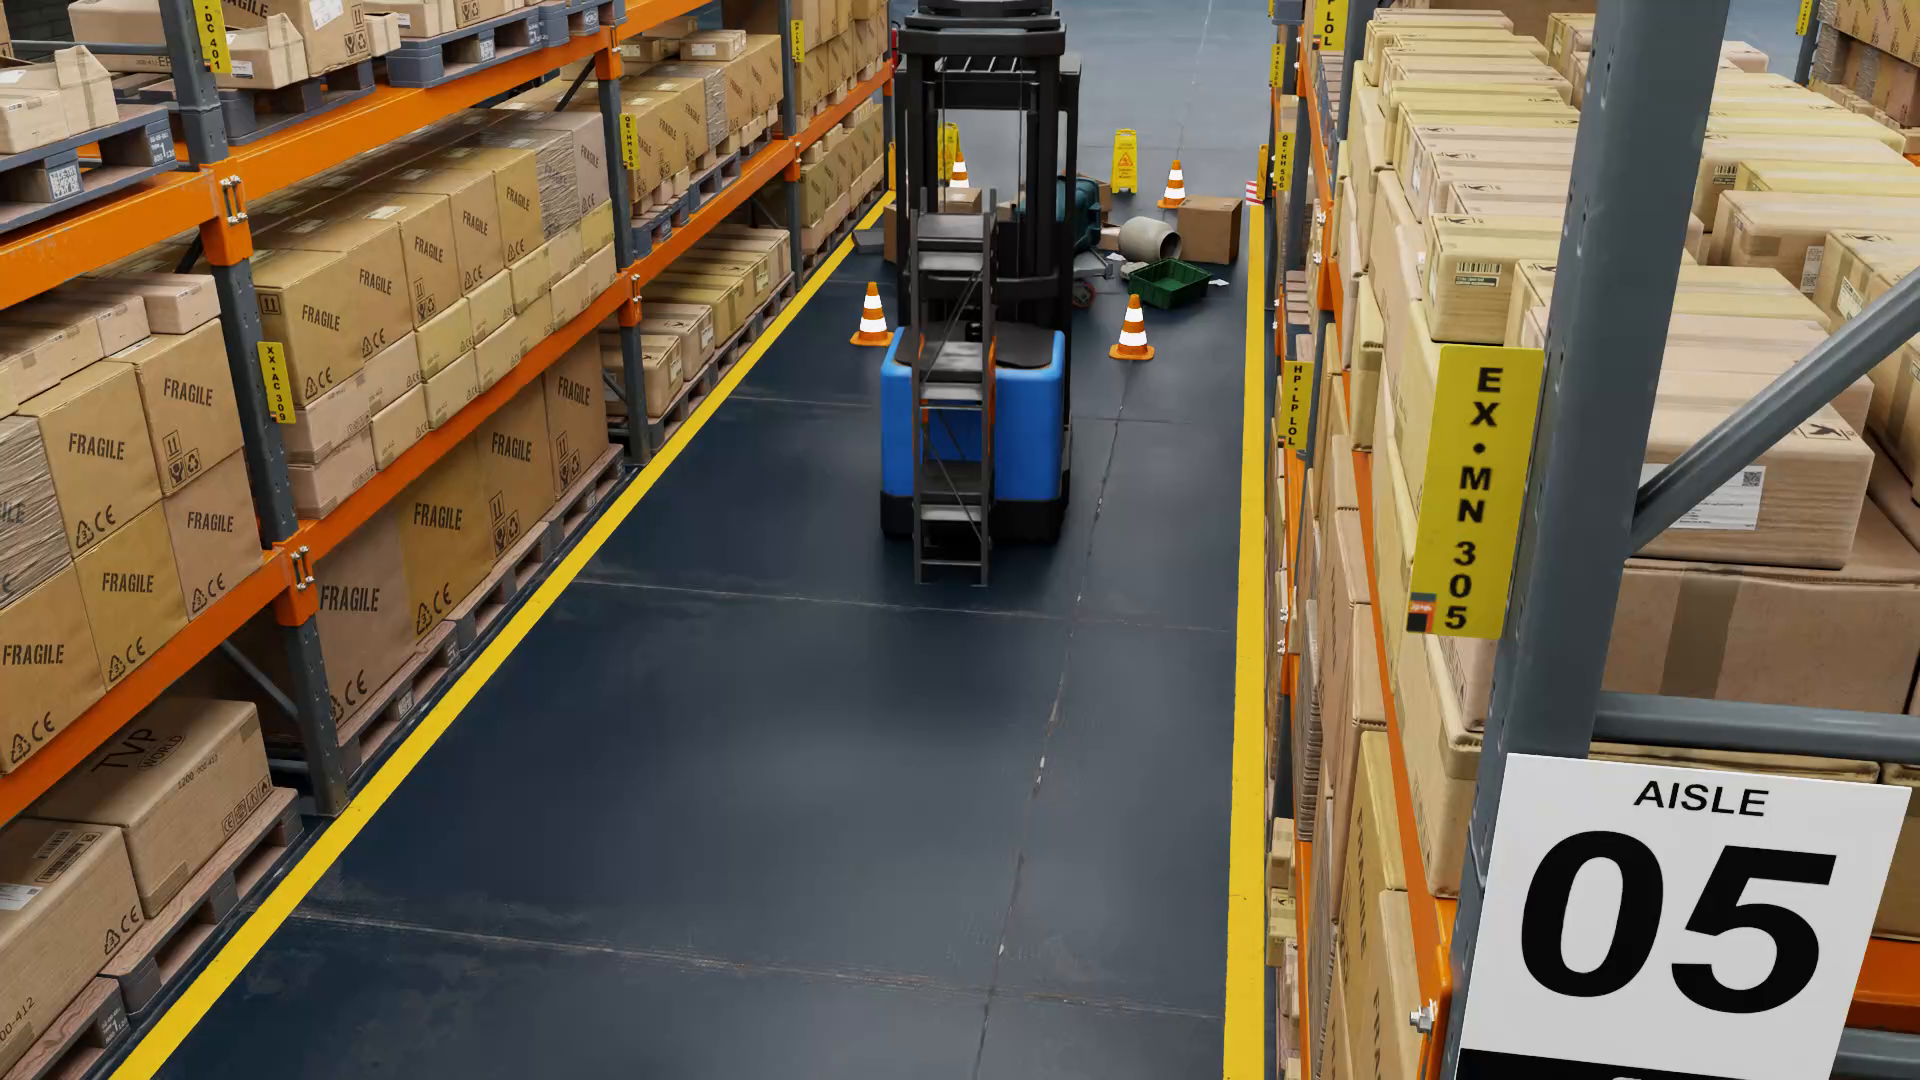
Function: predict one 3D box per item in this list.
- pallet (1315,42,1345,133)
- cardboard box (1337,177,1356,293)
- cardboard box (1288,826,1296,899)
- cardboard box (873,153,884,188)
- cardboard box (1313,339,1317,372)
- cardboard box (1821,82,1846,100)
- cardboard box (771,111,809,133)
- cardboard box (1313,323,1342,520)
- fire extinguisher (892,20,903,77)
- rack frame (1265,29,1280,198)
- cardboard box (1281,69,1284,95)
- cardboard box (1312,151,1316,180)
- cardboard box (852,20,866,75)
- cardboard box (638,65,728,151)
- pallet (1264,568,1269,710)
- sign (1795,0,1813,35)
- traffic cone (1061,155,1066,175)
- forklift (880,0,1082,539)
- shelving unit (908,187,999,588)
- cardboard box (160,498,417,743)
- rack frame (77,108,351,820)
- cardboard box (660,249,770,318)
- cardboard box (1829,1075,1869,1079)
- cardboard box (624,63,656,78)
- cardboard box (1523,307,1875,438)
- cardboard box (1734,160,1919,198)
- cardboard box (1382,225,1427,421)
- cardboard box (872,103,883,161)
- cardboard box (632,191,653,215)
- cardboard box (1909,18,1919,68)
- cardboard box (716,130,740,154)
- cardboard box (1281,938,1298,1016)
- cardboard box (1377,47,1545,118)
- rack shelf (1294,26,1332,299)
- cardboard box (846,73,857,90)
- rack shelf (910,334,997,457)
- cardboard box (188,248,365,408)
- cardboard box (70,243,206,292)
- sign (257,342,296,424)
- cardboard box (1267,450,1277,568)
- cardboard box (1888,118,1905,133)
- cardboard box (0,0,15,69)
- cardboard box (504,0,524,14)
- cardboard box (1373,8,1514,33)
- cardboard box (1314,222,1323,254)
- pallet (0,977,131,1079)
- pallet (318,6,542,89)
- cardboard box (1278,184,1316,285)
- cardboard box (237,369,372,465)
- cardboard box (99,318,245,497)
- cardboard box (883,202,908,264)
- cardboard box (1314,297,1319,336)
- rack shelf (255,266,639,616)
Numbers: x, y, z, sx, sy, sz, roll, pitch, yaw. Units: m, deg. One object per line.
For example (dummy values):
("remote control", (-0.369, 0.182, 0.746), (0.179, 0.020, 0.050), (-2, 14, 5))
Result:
("pallet", (2.101, -1.870, 6.889), (1.213, 0.211, 1.003), (4, 25, 9))
("cardboard box", (1.320, -0.816, 4.595), (0.500, 0.250, 0.500), (4, 25, 8))
("cardboard box", (1.365, 1.161, 5.897), (0.380, 0.149, 0.250), (5, 26, 11))
("cardboard box", (-1.080, -3.809, 17.097), (0.500, 0.250, 0.500), (4, 25, 8))
("cardboard box", (1.852, -0.824, 7.773), (0.380, 0.149, 0.250), (3, 25, 7))
("cardboard box", (8.170, -4.121, 15.312), (0.380, 0.149, 0.250), (4, 25, 9))
("cardboard box", (-1.496, -3.554, 14.100), (0.380, 0.149, 0.250), (4, 25, 8))
("cardboard box", (1.415, -0.372, 5.359), (0.500, 0.500, 0.500), (5, 25, 10))
("fire extinguisher", (-0.737, -5.212, 17.437), (0.296, 0.674, 0.183), (4, 25, 9))
("rack frame", (3.690, -4.930, 16.744), (1.000, 3.000, 0.127), (4, 25, 9))
("cardboard box", (3.345, -4.158, 14.918), (0.875, 0.550, 0.500), (4, 25, 9))
("cardboard box", (2.547, -2.481, 10.215), (0.700, 0.500, 0.500), (4, 25, 8))
("cardboard box", (-1.198, -4.747, 15.884), (0.500, 0.500, 0.500), (4, 25, 8))
("cardboard box", (-1.968, -3.077, 11.821), (0.500, 0.500, 0.500), (3, 25, 7))
("pallet", (2.052, 0.514, 8.403), (1.003, 0.211, 1.213), (4, 25, 9))
("sign", (8.032, -4.974, 15.817), (0.100, 0.325, 0.005), (4, 25, 9))
("traffic cone", (1.143, -3.878, 17.489), (0.336, 0.463, 0.334), (4, 25, 9))
("forklift", (0.177, -1.922, 10.400), (1.130, 2.935, 3.031), (2, 25, 4))
("shelving unit", (-0.029, -0.799, 8.979), (0.431, 2.100, 0.503), (2, 25, 4))
("cardboard box", (-3.149, 0.295, 7.592), (0.875, 0.875, 0.875), (5, 26, 10))
("rack frame", (-3.171, -0.212, 6.665), (1.000, 3.000, 0.127), (4, 25, 9))
("cardboard box", (-2.061, -2.038, 13.169), (0.950, 0.372, 0.625), (6, 26, 12))
("cardboard box", (1.411, 0.959, 2.514), (0.500, 0.500, 0.500), (4, 25, 8))
("cardboard box", (-2.472, -3.121, 11.915), (0.500, 0.500, 0.500), (3, 25, 6))
("cardboard box", (0.955, -0.193, 2.203), (0.380, 0.149, 0.250), (4, 25, 9))
("cardboard box", (1.644, -0.590, 3.051), (0.380, 0.149, 0.250), (5, 26, 10))
("cardboard box", (1.068, -0.394, 3.102), (0.500, 0.250, 0.500), (4, 25, 9))
("cardboard box", (-1.084, -4.162, 16.967), (0.500, 0.500, 0.500), (4, 25, 9))
("cardboard box", (-2.201, -2.200, 10.713), (0.380, 0.149, 0.250), (2, 25, 5))
("cardboard box", (7.796, -3.921, 12.940), (0.500, 0.500, 0.500), (4, 25, 9))
("cardboard box", (-1.856, -2.974, 12.367), (0.380, 0.149, 0.250), (4, 25, 8))
("cardboard box", (1.320, 1.539, 5.792), (0.380, 0.149, 0.250), (4, 25, 8))
("cardboard box", (1.293, -1.178, 4.307), (0.380, 0.149, 0.250), (3, 25, 7))
("rack shelf", (2.056, -1.781, 7.326), (1.077, 0.370, 4.000), (4, 25, 9))
("cardboard box", (-1.200, -4.406, 15.921), (0.380, 0.149, 0.250), (4, 25, 8))
("rack shelf", (-0.029, -0.786, 8.985), (0.431, 0.518, 0.480), (2, 25, 4))
("cardboard box", (-2.816, -0.874, 6.782), (0.500, 0.500, 0.500), (4, 25, 9))
("cardboard box", (-3.346, -0.914, 6.868), (0.500, 0.500, 0.500), (5, 26, 10))
("sign", (-2.623, -0.602, 6.384), (0.100, 0.325, 0.005), (4, 25, 9))
("cardboard box", (1.937, -0.154, 8.993), (0.500, 0.500, 0.500), (4, 25, 9))
("cardboard box", (7.911, -3.387, 13.744), (0.380, 0.149, 0.250), (4, 25, 9))
("cardboard box", (-3.474, -1.620, 5.403), (0.500, 0.500, 0.500), (4, 25, 9))
("cardboard box", (-2.397, -2.773, 8.260), (0.396, 0.266, 0.258), (3, 25, 7))
("cardboard box", (1.442, -1.504, 5.004), (0.380, 0.149, 0.250), (4, 25, 8))
("cardboard box", (2.030, -1.535, 8.591), (0.380, 0.149, 0.250), (4, 25, 8))
("pallet", (-3.570, 1.875, 5.495), (1.003, 0.211, 1.213), (4, 25, 9))
("pallet", (-2.750, -2.417, 8.060), (1.003, 0.211, 1.213), (5, 26, 11))
("cardboard box", (2.191, -1.837, 10.017), (0.500, 0.500, 0.500), (4, 25, 9))
("cardboard box", (-2.821, -0.535, 6.942), (0.500, 0.250, 0.500), (3, 25, 7))
("cardboard box", (-2.976, -0.494, 5.969), (0.500, 0.500, 0.500), (4, 25, 8))
("cardboard box", (-0.346, -2.781, 15.098), (0.500, 0.500, 0.500), (-20, 32, -36))
("cardboard box", (1.897, -1.068, 7.944), (0.380, 0.149, 0.250), (4, 25, 8))
("rack shelf", (-2.844, -0.723, 8.604), (1.077, 0.370, 4.000), (4, 25, 9))
